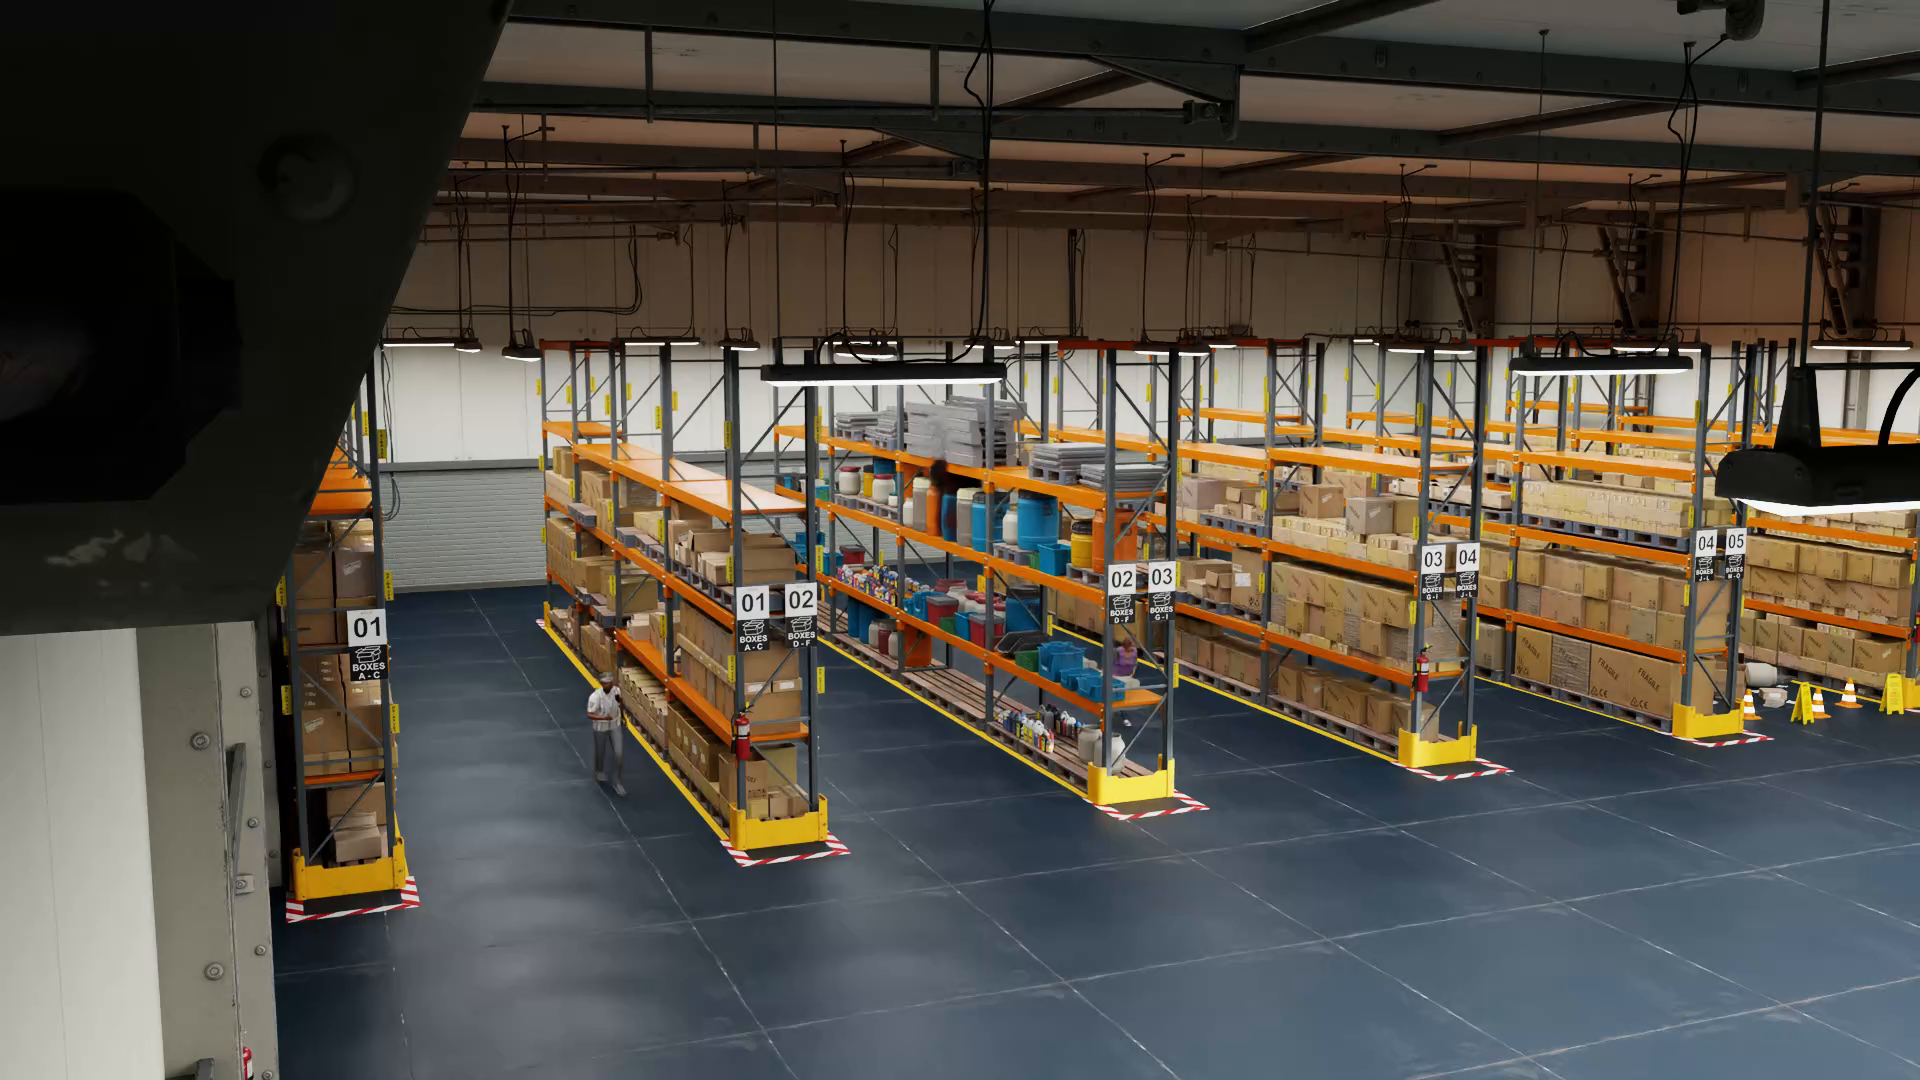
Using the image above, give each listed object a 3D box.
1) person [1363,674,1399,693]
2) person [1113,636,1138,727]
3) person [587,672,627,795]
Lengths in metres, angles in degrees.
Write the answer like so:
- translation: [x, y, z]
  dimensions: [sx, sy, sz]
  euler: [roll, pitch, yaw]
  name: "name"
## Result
- translation: [7.225, 1.925, 28.151]
  dimensions: [0.584, 1.499, 1.028]
  euler: [-4, 8, -26]
  name: "person"
- translation: [2.509, 2.185, 26.429]
  dimensions: [0.519, 1.450, 0.980]
  euler: [-3, 8, -20]
  name: "person"
- translation: [-4.810, 2.577, 22.630]
  dimensions: [0.580, 1.684, 0.947]
  euler: [-3, 8, -25]
  name: "person"
